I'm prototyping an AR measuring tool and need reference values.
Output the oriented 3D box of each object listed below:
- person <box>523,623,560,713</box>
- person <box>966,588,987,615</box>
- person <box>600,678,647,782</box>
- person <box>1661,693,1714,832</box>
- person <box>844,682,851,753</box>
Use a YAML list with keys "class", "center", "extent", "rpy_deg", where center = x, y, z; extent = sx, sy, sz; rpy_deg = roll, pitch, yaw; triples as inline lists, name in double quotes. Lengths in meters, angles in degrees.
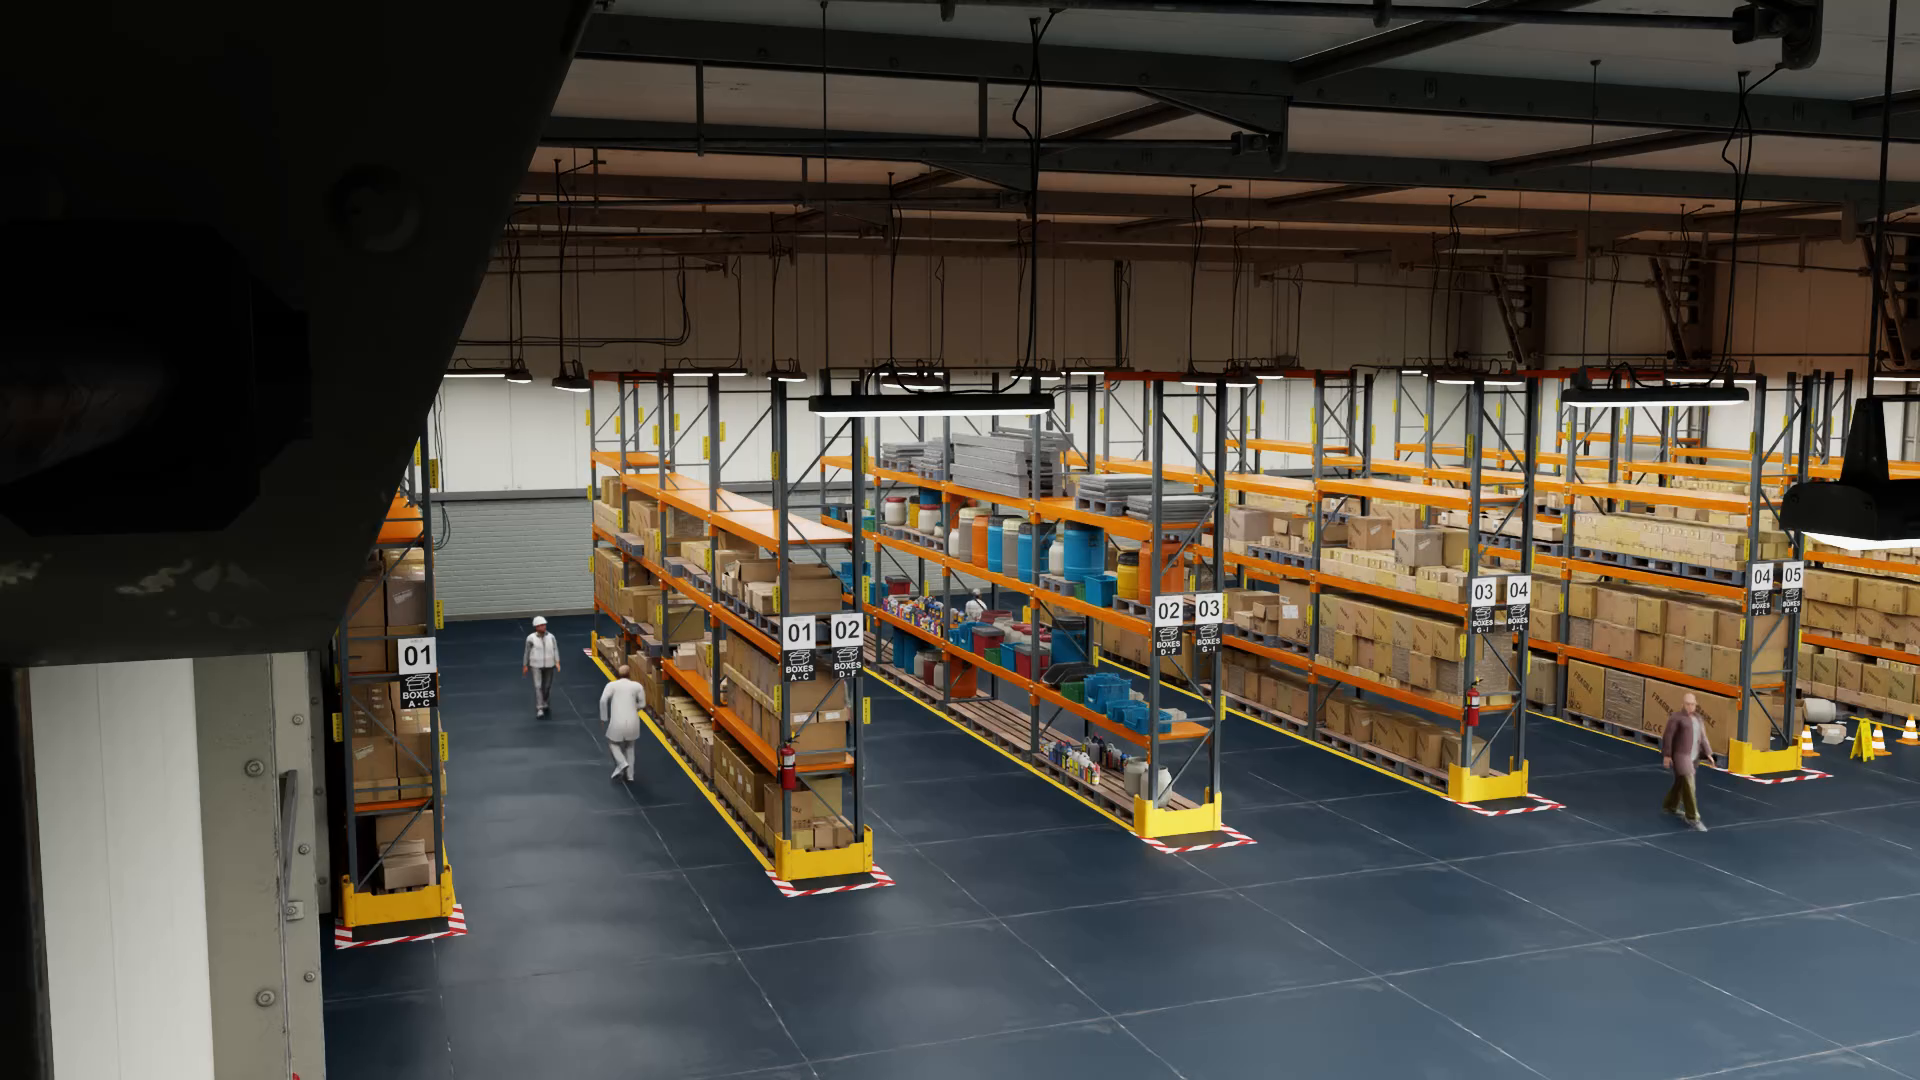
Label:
- class: "person"
  center: [-7.391, 2.188, 29.307]
  extent: [0.606, 1.601, 0.917]
  rpy_deg: [-3, 7, -25]
- class: "person"
  center: [0.347, 1.781, 33.424]
  extent: [0.489, 1.640, 0.813]
  rpy_deg: [2, 7, 16]
- class: "person"
  center: [-5.005, 2.827, 24.832]
  extent: [0.697, 1.495, 0.657]
  rpy_deg: [-2, 7, -21]
- class: "person"
  center: [9.826, 2.971, 22.425]
  extent: [0.563, 1.822, 0.809]
  rpy_deg: [-4, 7, -29]
- class: "person"
  center: [-1.875, 2.719, 25.363]
  extent: [0.424, 1.607, 0.514]
  rpy_deg: [-1, 6, -8]
